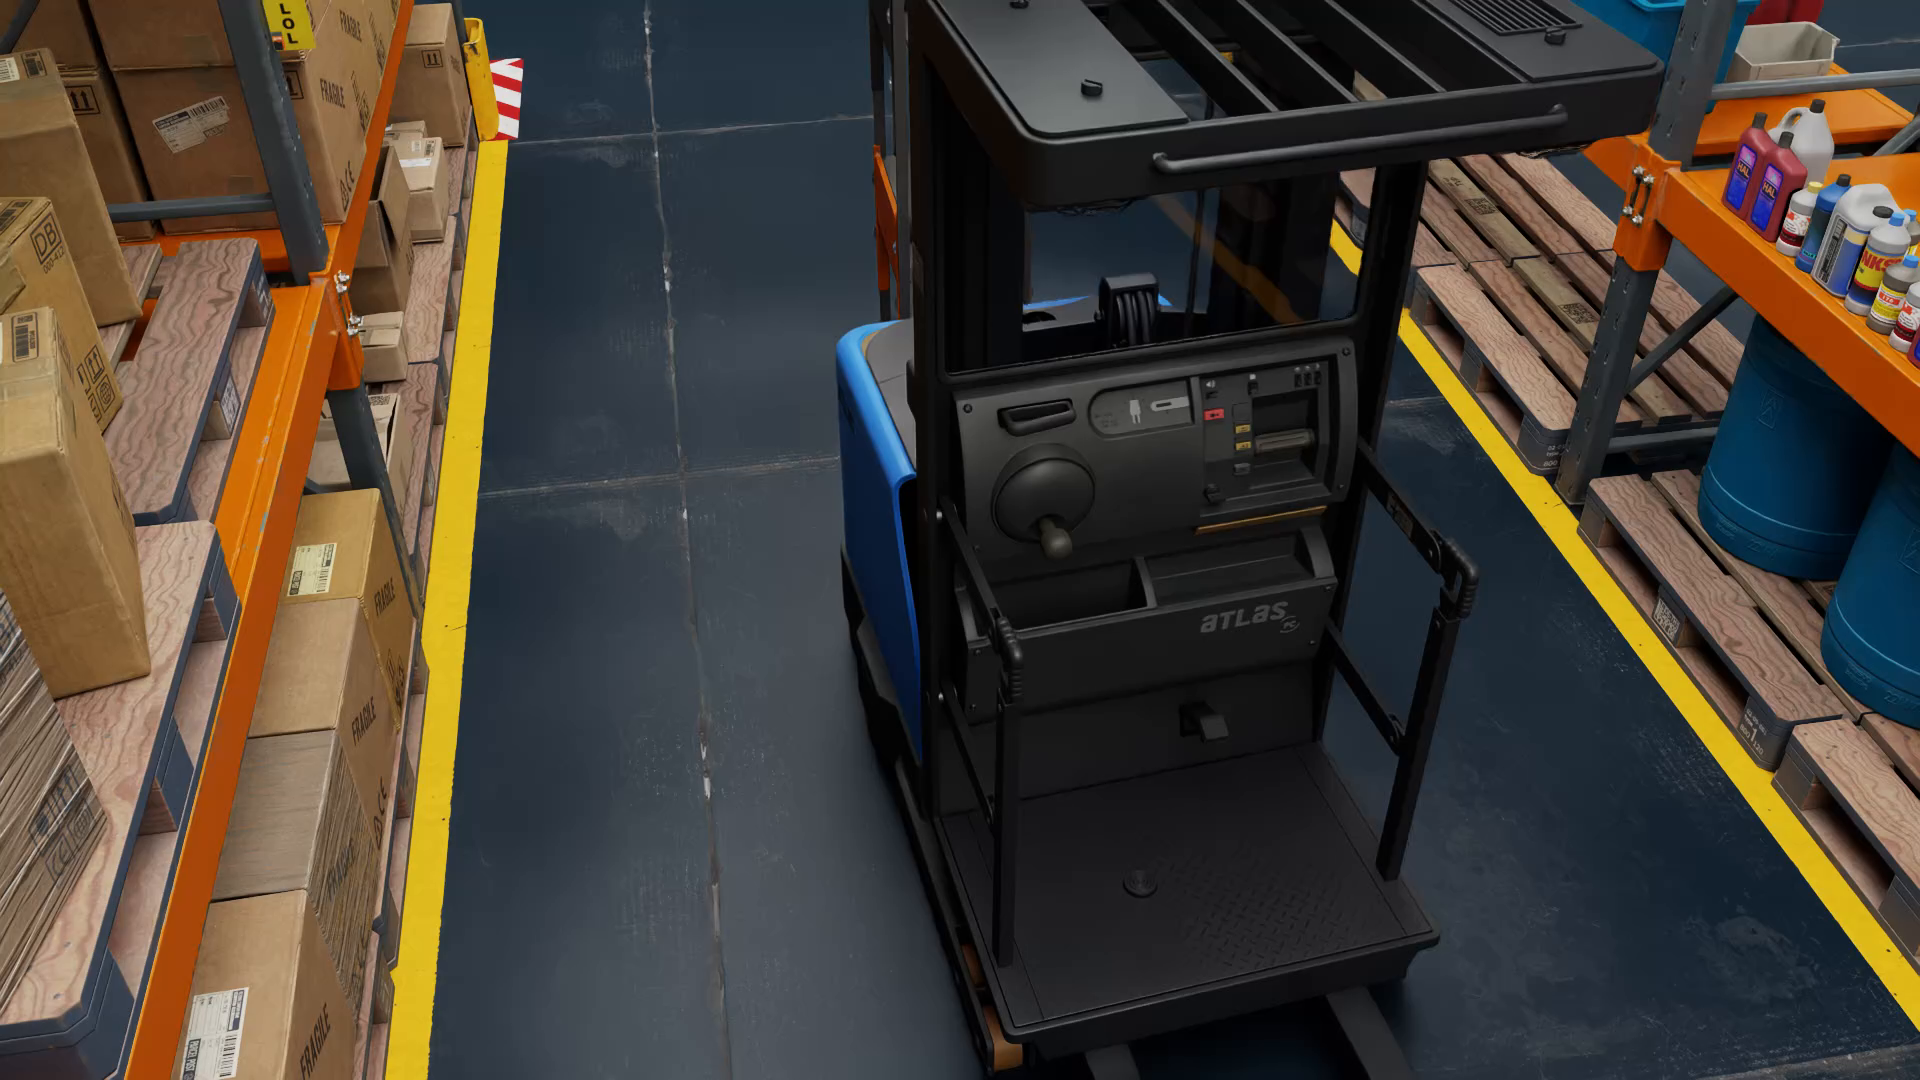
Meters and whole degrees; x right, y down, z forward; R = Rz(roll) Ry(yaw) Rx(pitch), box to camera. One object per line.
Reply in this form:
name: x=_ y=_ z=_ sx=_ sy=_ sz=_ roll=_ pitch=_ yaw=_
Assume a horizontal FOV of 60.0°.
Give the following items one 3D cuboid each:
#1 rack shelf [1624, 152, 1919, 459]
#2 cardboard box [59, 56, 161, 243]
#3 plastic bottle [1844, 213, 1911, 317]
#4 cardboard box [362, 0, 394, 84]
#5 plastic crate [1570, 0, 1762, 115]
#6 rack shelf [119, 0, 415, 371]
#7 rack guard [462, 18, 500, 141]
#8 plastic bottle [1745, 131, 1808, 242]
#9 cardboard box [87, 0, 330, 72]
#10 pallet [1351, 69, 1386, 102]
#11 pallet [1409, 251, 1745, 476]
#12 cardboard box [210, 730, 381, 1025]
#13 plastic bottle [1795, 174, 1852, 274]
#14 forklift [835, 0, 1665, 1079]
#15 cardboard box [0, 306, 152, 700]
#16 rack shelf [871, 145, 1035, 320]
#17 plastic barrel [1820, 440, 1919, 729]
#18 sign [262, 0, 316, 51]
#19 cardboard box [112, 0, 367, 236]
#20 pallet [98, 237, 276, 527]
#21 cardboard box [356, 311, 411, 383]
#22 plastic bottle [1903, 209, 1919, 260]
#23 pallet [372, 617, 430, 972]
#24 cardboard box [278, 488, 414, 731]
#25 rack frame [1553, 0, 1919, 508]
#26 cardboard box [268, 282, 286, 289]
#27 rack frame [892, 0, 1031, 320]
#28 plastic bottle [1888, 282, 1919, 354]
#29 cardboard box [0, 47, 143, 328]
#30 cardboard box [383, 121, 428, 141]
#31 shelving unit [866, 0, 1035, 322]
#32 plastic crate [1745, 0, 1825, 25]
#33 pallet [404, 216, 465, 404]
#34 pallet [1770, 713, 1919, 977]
rack shelf: x=2.991 y=0.103 z=3.759 sx=1.077 sy=0.370 sz=4.000 roll=-6 pitch=38 yaw=-8
cardboard box: x=-2.577 y=-1.173 z=4.733 sx=0.500 sy=0.500 sz=0.500 roll=-6 pitch=38 yaw=-7
plastic bottle: x=2.404 y=-0.724 z=4.342 sx=0.097 sy=0.271 sz=0.097 roll=0 pitch=38 yaw=0
cardboard box: x=-2.237 y=-1.847 z=5.601 sx=0.500 sy=0.500 sz=0.500 roll=-6 pitch=38 yaw=-8
plastic crate: x=2.223 y=-1.652 z=5.396 sx=0.392 sy=0.384 sz=0.575 roll=-6 pitch=38 yaw=-8
rack shelf: x=-2.588 y=-1.783 z=6.186 sx=1.077 sy=0.370 sz=4.000 roll=-6 pitch=38 yaw=-8
rack guard: x=-2.925 y=-2.242 z=8.228 sx=1.175 sy=0.500 sz=0.348 roll=-6 pitch=38 yaw=-8
plastic bottle: x=2.308 y=-0.995 z=4.681 sx=0.061 sy=0.283 sz=0.133 roll=-6 pitch=38 yaw=-8
cardboard box: x=-2.043 y=-1.608 z=4.478 sx=0.500 sy=0.500 sz=0.500 roll=-5 pitch=38 yaw=-7
pallet: x=2.045 y=-2.202 z=8.412 sx=1.003 sy=0.211 sz=1.213 roll=-6 pitch=38 yaw=-8
pallet: x=2.473 y=-0.728 z=6.515 sx=1.003 sy=0.211 sz=1.213 roll=-6 pitch=38 yaw=-8
cardboard box: x=-1.703 y=0.824 z=3.923 sx=0.500 sy=0.500 sz=0.500 roll=-6 pitch=38 yaw=-7
plastic bottle: x=2.363 y=-0.864 z=4.522 sx=0.097 sy=0.271 sz=0.097 roll=0 pitch=38 yaw=0
forklift: x=0.506 y=-0.129 z=3.527 sx=1.130 sy=2.935 sz=3.031 roll=-9 pitch=39 yaw=-12
cardboard box: x=-1.867 y=-0.004 z=2.886 sx=0.700 sy=0.500 sz=0.500 roll=-16 pitch=41 yaw=-19
rack shelf: x=-0.029 y=-0.918 z=5.243 sx=0.431 sy=0.518 sz=0.480 roll=-6 pitch=38 yaw=-8
plastic barrel: x=2.843 y=0.032 z=4.632 sx=0.600 sy=0.901 sz=0.708 roll=-6 pitch=38 yaw=-8
sign: x=-1.691 y=-1.378 z=4.135 sx=0.100 sy=0.325 sz=0.005 roll=-6 pitch=38 yaw=-8
cardboard box: x=-2.058 y=-1.235 z=4.814 sx=0.500 sy=0.500 sz=0.500 roll=-5 pitch=38 yaw=-7
pallet: x=-2.204 y=-0.289 z=3.833 sx=1.003 sy=0.211 sz=1.213 roll=-6 pitch=38 yaw=-8
cardboard box: x=-2.259 y=-0.712 z=6.172 sx=0.380 sy=0.166 sz=0.250 roll=-6 pitch=38 yaw=-8
plastic bottle: x=2.530 y=-0.794 z=4.489 sx=0.097 sy=0.201 sz=0.097 roll=0 pitch=38 yaw=0
pallet: x=-2.057 y=0.730 z=4.639 sx=1.003 sy=0.211 sz=1.213 roll=-6 pitch=38 yaw=-8
cardboard box: x=-1.868 y=0.222 z=4.698 sx=0.500 sy=0.500 sz=0.500 roll=-6 pitch=38 yaw=-8
rack frame: x=2.640 y=-1.389 z=5.093 sx=1.000 sy=3.000 sz=0.127 roll=-6 pitch=38 yaw=-8
cardboard box: x=-2.748 y=-0.737 z=6.087 sx=0.500 sy=0.311 sz=0.500 roll=-6 pitch=38 yaw=-8
rack frame: x=0.014 y=-0.782 z=5.045 sx=0.400 sy=2.100 sz=0.015 roll=-6 pitch=38 yaw=-8
plastic bottle: x=2.438 y=-0.579 z=4.212 sx=0.097 sy=0.201 sz=0.097 roll=0 pitch=38 yaw=0
cardboard box: x=-2.374 y=-0.754 z=3.852 sx=0.700 sy=0.500 sz=0.500 roll=-19 pitch=42 yaw=-23
cardboard box: x=-2.618 y=-1.773 z=7.539 sx=0.380 sy=0.166 sz=0.250 roll=-6 pitch=38 yaw=-8
shelving unit: x=-0.029 y=-0.929 z=5.235 sx=0.431 sy=2.100 sz=0.503 roll=-6 pitch=38 yaw=-8
plastic crate: x=2.731 y=-2.005 z=5.784 sx=0.402 sy=0.464 sz=0.583 roll=-6 pitch=38 yaw=-8
pallet: x=-2.574 y=-0.911 z=6.751 sx=1.003 sy=0.211 sz=1.213 roll=-6 pitch=38 yaw=-8
pallet: x=2.952 y=0.921 z=4.393 sx=1.003 sy=0.211 sz=1.213 roll=-6 pitch=38 yaw=-8
